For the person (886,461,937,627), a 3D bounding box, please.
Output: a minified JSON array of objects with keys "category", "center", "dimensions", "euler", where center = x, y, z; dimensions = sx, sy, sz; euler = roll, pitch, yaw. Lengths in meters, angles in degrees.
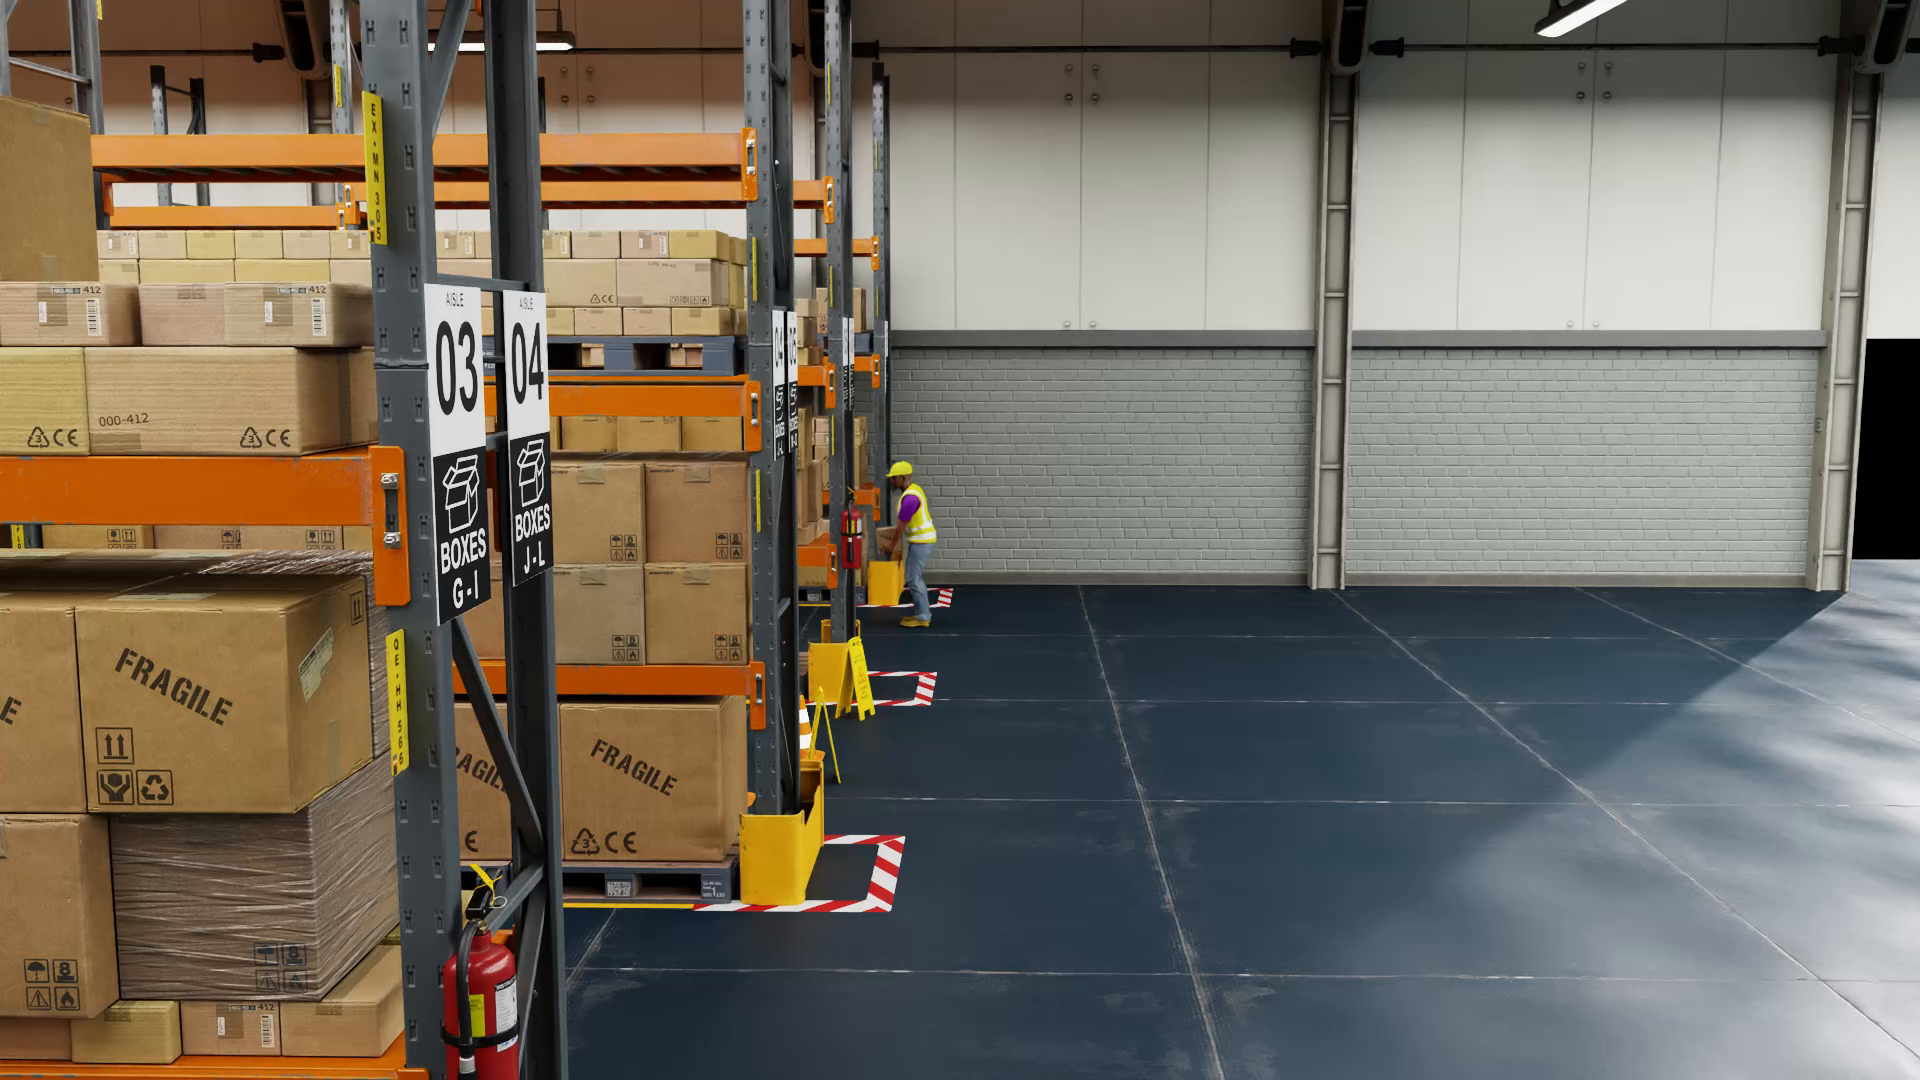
[{"category":"person","center":[-0.510,0.038,17.496],"dimensions":[0.532,1.733,0.458],"euler":[0,7,0]}]
